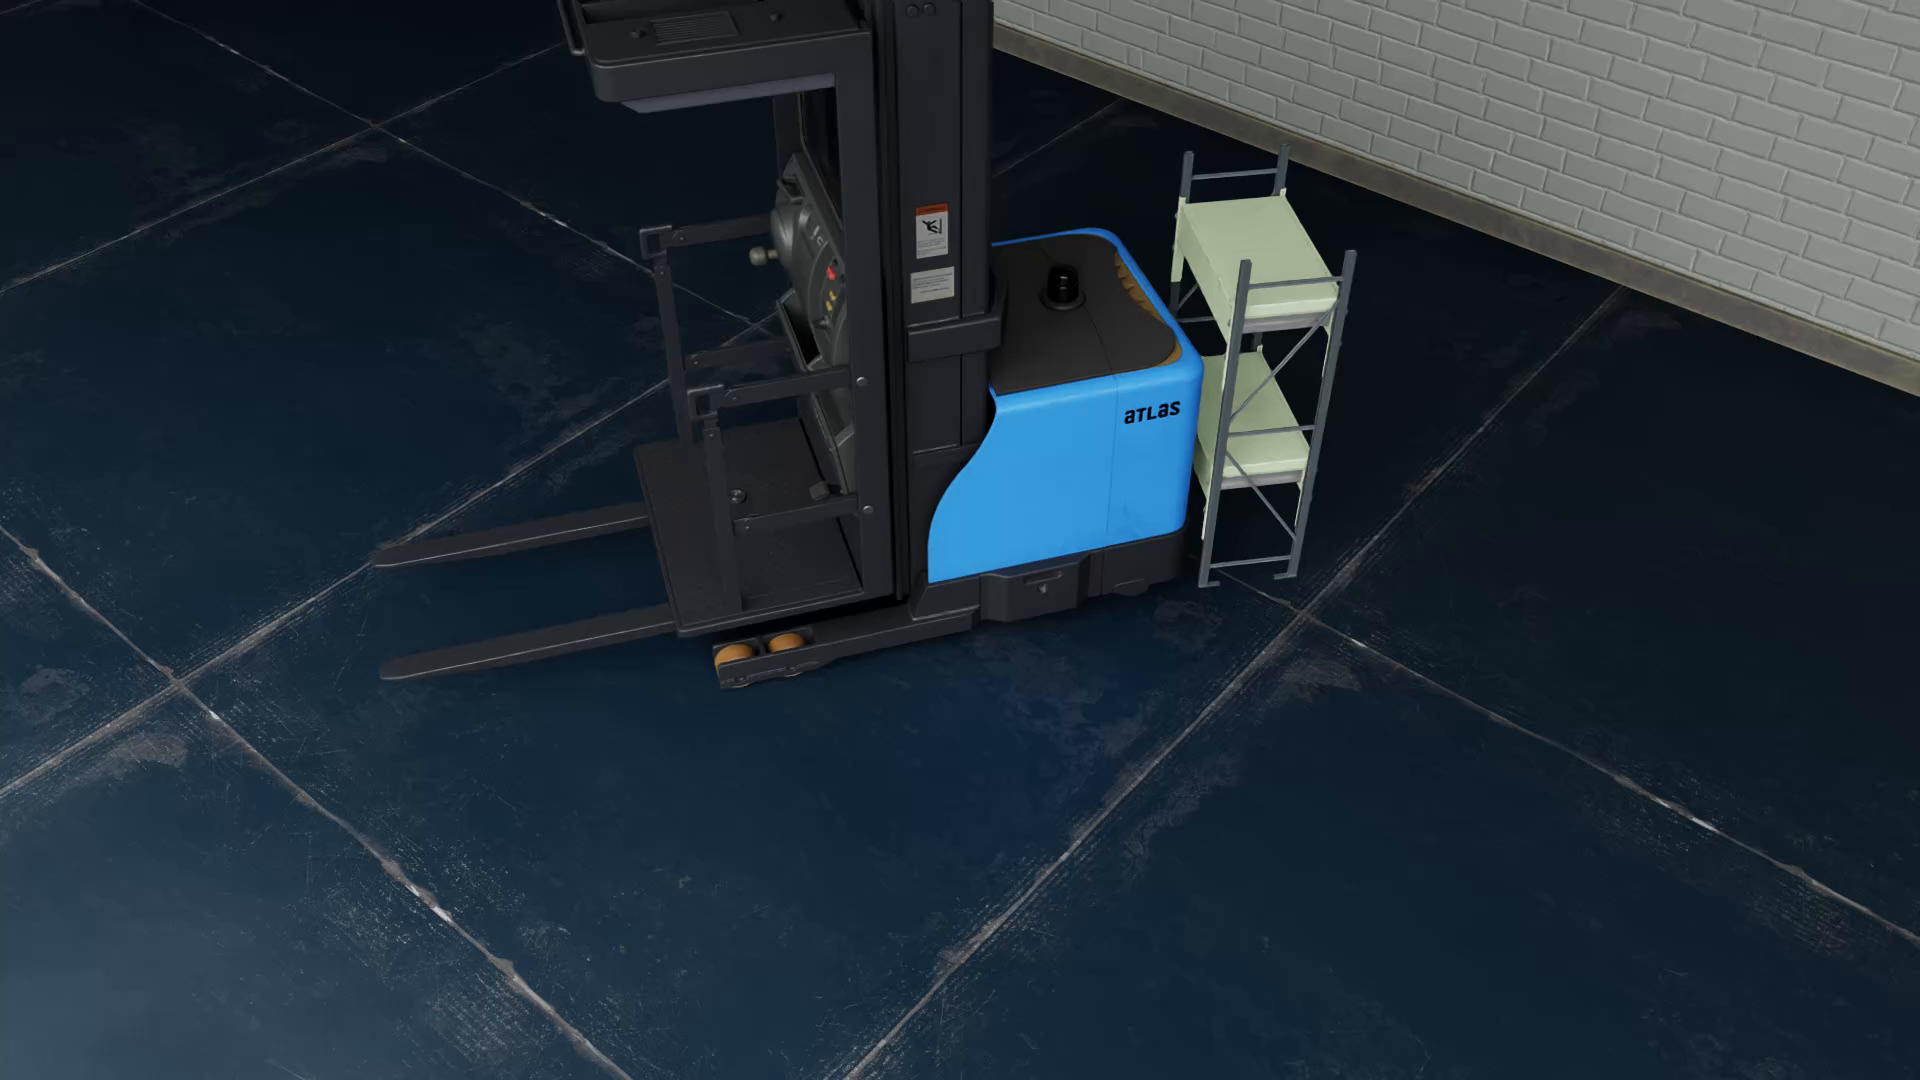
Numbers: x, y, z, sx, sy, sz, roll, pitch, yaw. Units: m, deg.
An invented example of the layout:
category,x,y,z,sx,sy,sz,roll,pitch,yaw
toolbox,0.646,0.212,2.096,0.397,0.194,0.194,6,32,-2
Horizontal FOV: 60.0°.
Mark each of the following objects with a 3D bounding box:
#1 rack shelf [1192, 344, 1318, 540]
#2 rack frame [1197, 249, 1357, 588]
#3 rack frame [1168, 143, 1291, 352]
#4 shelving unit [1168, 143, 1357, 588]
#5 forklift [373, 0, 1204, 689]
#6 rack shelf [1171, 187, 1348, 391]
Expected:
category,x,y,z,sx,sy,sz,roll,pitch,yaw
rack shelf,1.076,-0.396,6.555,0.431,0.370,0.720,-6,43,-7
rack frame,1.135,-0.394,6.069,0.400,1.500,0.023,-6,43,-7
rack frame,1.017,-0.880,6.603,0.400,1.500,0.023,-6,43,-7
shelving unit,1.076,-0.637,6.336,0.431,1.500,0.755,-6,43,-7
forklift,-0.695,-0.936,5.601,3.031,2.935,1.130,-11,44,-12
rack shelf,1.076,-0.926,6.074,0.431,0.370,0.720,-6,43,-7
